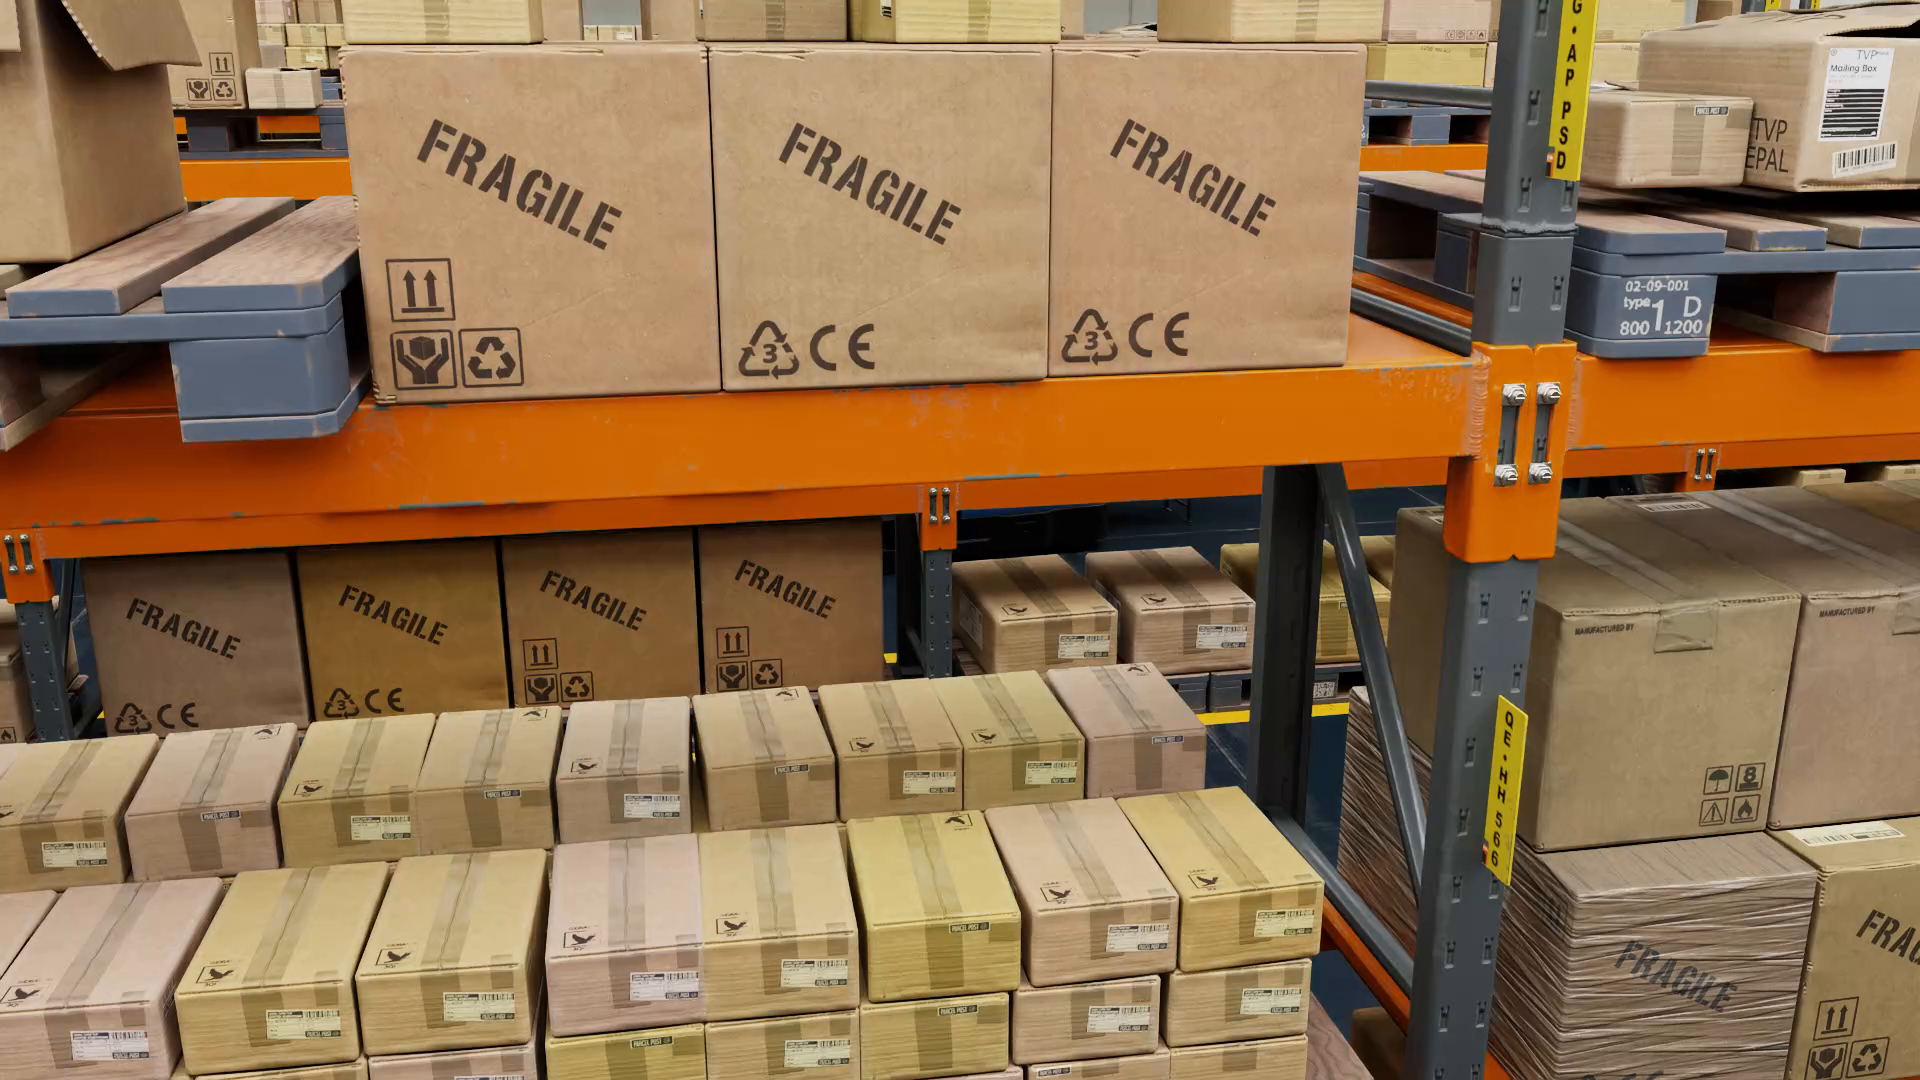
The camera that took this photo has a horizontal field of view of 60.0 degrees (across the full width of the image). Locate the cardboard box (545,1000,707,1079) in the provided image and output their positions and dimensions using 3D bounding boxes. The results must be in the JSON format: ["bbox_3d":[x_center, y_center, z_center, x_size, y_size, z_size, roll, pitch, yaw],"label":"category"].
[{"bbox_3d":[-0.564,0.795,2.822,0.250,0.149,0.380,-3,17,-11],"label":"cardboard box"}]

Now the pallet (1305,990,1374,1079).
[{"bbox_3d":[0.165,0.963,3.394,1.003,0.211,1.213,-3,17,-10],"label":"pallet"}]

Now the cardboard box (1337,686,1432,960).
[{"bbox_3d":[1.236,0.651,3.914,0.500,0.500,0.500,-3,17,-10],"label":"cardboard box"}]

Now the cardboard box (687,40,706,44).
[{"bbox_3d":[-0.256,-0.696,3.189,0.500,0.500,0.500,-3,17,-10],"label":"cardboard box"}]

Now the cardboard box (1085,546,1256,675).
[{"bbox_3d":[1.086,0.363,8.781,0.625,0.372,0.950,-4,17,-12],"label":"cardboard box"}]

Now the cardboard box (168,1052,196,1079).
[{"bbox_3d":[-1.321,0.837,2.684,0.250,0.149,0.380,-4,17,-11],"label":"cardboard box"}]

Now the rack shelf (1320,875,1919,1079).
[{"bbox_3d":[2.809,1.033,4.064,4.000,0.370,1.077,-3,17,-10],"label":"rack shelf"}]

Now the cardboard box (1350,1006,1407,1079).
[{"bbox_3d":[1.460,1.668,3.890,0.750,0.750,1.050,-3,17,-11],"label":"cardboard box"}]

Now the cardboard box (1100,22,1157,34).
[{"bbox_3d":[1.371,-3.760,12.603,0.500,0.311,0.500,-4,17,-12],"label":"cardboard box"}]

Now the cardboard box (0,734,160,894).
[{"bbox_3d":[-1.708,0.524,3.197,0.250,0.149,0.380,-4,17,-12],"label":"cardboard box"}]

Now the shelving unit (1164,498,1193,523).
[{"bbox_3d":[1.210,-0.858,11.552,0.755,1.500,0.431,-6,18,-18],"label":"shelving unit"}]

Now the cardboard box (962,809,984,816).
[{"bbox_3d":[0.066,0.563,3.576,0.250,0.149,0.380,-2,17,-8],"label":"cardboard box"}]

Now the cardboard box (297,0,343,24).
[{"bbox_3d":[-4.525,-3.792,11.770,0.258,0.266,0.396,-3,17,-10],"label":"cardboard box"}]

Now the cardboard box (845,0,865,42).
[{"bbox_3d":[-0.111,-1.075,3.120,0.258,0.266,0.396,-3,17,-10],"label":"cardboard box"}]

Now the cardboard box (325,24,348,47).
[{"bbox_3d":[-4.184,-3.460,11.396,0.250,0.149,0.380,-4,17,-11],"label":"cardboard box"}]

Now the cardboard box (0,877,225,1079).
[{"bbox_3d":[-1.339,0.697,2.633,0.250,0.149,0.380,-3,17,-8],"label":"cardboard box"}]

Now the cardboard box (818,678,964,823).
[{"bbox_3d":[-0.151,0.434,3.490,0.250,0.149,0.380,-3,17,-11],"label":"cardboard box"}]

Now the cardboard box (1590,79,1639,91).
[{"bbox_3d":[1.391,-0.867,3.428,0.250,0.166,0.380,-3,17,-10],"label":"cardboard box"}]

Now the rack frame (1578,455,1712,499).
[{"bbox_3d":[3.734,-0.843,8.948,0.127,3.000,1.000,-3,17,-10],"label":"rack frame"}]

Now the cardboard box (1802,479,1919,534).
[{"bbox_3d":[2.287,0.195,3.694,0.500,0.500,0.700,-4,17,-11],"label":"cardboard box"}]

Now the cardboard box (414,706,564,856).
[{"bbox_3d":[-0.936,0.479,3.341,0.250,0.149,0.380,-3,17,-9],"label":"cardboard box"}]

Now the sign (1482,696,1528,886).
[{"bbox_3d":[0.957,0.441,2.929,0.005,0.325,0.100,-3,17,-10],"label":"sign"}]

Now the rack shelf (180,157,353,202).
[{"bbox_3d":[-2.157,-1.599,7.525,4.000,0.370,1.077,-3,17,-10],"label":"rack shelf"}]

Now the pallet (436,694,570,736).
[{"bbox_3d":[-2.177,0.802,8.342,1.213,0.211,1.003,-3,17,-10],"label":"pallet"}]

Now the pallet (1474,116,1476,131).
[{"bbox_3d":[3.108,-2.184,8.523,1.003,0.211,1.213,-3,17,-10],"label":"pallet"}]

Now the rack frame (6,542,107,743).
[{"bbox_3d":[-4.121,-0.398,7.497,0.127,3.000,1.000,-3,17,-10],"label":"rack frame"}]

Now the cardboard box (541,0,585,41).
[{"bbox_3d":[-1.869,-2.121,7.114,0.500,0.500,0.500,-3,17,-10],"label":"cardboard box"}]

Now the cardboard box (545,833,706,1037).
[{"bbox_3d":[-0.553,0.651,2.783,0.250,0.149,0.380,-3,17,-10],"label":"cardboard box"}]

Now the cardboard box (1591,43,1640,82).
[{"bbox_3d":[3.188,-2.332,8.226,0.500,0.250,0.500,-4,17,-12],"label":"cardboard box"}]

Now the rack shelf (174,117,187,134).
[{"bbox_3d":[-7.030,-2.807,11.458,4.000,0.370,1.077,-3,17,-10],"label":"rack shelf"}]

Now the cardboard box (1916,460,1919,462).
[{"bbox_3d":[5.267,-0.388,9.051,0.250,0.149,0.380,-2,17,-7],"label":"cardboard box"}]

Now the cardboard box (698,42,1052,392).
[{"bbox_3d":[-0.156,-0.544,2.695,0.500,0.500,0.500,-3,17,-10],"label":"cardboard box"}]

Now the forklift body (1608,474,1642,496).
[{"bbox_3d":[5.200,-1.459,12.400,1.214,2.155,2.313,-3,17,-10],"label":"forklift body"}]

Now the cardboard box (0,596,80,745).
[{"bbox_3d":[-4.758,0.630,7.799,0.875,0.438,0.875,-3,17,-11],"label":"cardboard box"}]

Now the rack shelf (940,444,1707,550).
[{"bbox_3d":[1.770,-0.388,8.691,4.000,0.370,1.077,-3,17,-10],"label":"rack shelf"}]

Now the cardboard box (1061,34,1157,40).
[{"bbox_3d":[0.739,-2.152,7.930,0.500,0.500,0.700,-3,17,-10],"label":"cardboard box"}]

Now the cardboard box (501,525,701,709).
[{"bbox_3d":[-1.764,0.258,8.268,0.875,0.875,0.875,-3,17,-10],"label":"cardboard box"}]

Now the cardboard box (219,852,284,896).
[{"bbox_3d":[-1.436,0.647,3.301,0.250,0.149,0.380,-3,17,-10],"label":"cardboard box"}]

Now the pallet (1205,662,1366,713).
[{"bbox_3d":[1.769,0.603,8.991,1.213,0.211,1.003,-3,17,-10],"label":"pallet"}]

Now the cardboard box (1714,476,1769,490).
[{"bbox_3d":[4.364,-0.043,9.034,0.500,0.500,0.500,-2,17,-8],"label":"cardboard box"}]

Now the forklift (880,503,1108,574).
[{"bbox_3d":[-0.588,-1.341,10.684,3.031,2.935,1.130,-6,18,-18],"label":"forklift"}]

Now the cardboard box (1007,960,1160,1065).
[{"bbox_3d":[0.184,0.752,2.960,0.250,0.149,0.380,-3,17,-8],"label":"cardboard box"}]

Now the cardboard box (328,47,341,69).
[{"bbox_3d":[-4.206,-3.339,11.509,0.250,0.149,0.380,-3,17,-10],"label":"cardboard box"}]

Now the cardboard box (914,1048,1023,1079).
[{"bbox_3d":[-0.049,0.908,2.959,0.250,0.149,0.380,-3,17,-10],"label":"cardboard box"}]

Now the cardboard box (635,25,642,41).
[{"bbox_3d":[-2.208,-3.626,11.969,0.250,0.149,0.380,-4,17,-11],"label":"cardboard box"}]

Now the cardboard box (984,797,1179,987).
[{"bbox_3d":[0.204,0.609,2.921,0.250,0.149,0.380,-3,17,-11],"label":"cardboard box"}]

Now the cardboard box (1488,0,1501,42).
[{"bbox_3d":[2.597,-2.697,8.565,0.500,0.250,0.500,-4,17,-12],"label":"cardboard box"}]

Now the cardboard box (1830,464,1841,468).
[{"bbox_3d":[4.763,-0.227,9.633,0.500,0.500,0.500,-3,17,-9],"label":"cardboard box"}]

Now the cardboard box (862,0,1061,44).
[{"bbox_3d":[-0.004,-0.916,2.603,0.258,0.266,0.396,-3,17,-10],"label":"cardboard box"}]

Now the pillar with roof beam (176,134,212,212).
[{"bbox_3d":[-5.104,-3.676,7.954,0.400,9.000,9.100,-3,17,-10],"label":"pillar with roof beam"}]
